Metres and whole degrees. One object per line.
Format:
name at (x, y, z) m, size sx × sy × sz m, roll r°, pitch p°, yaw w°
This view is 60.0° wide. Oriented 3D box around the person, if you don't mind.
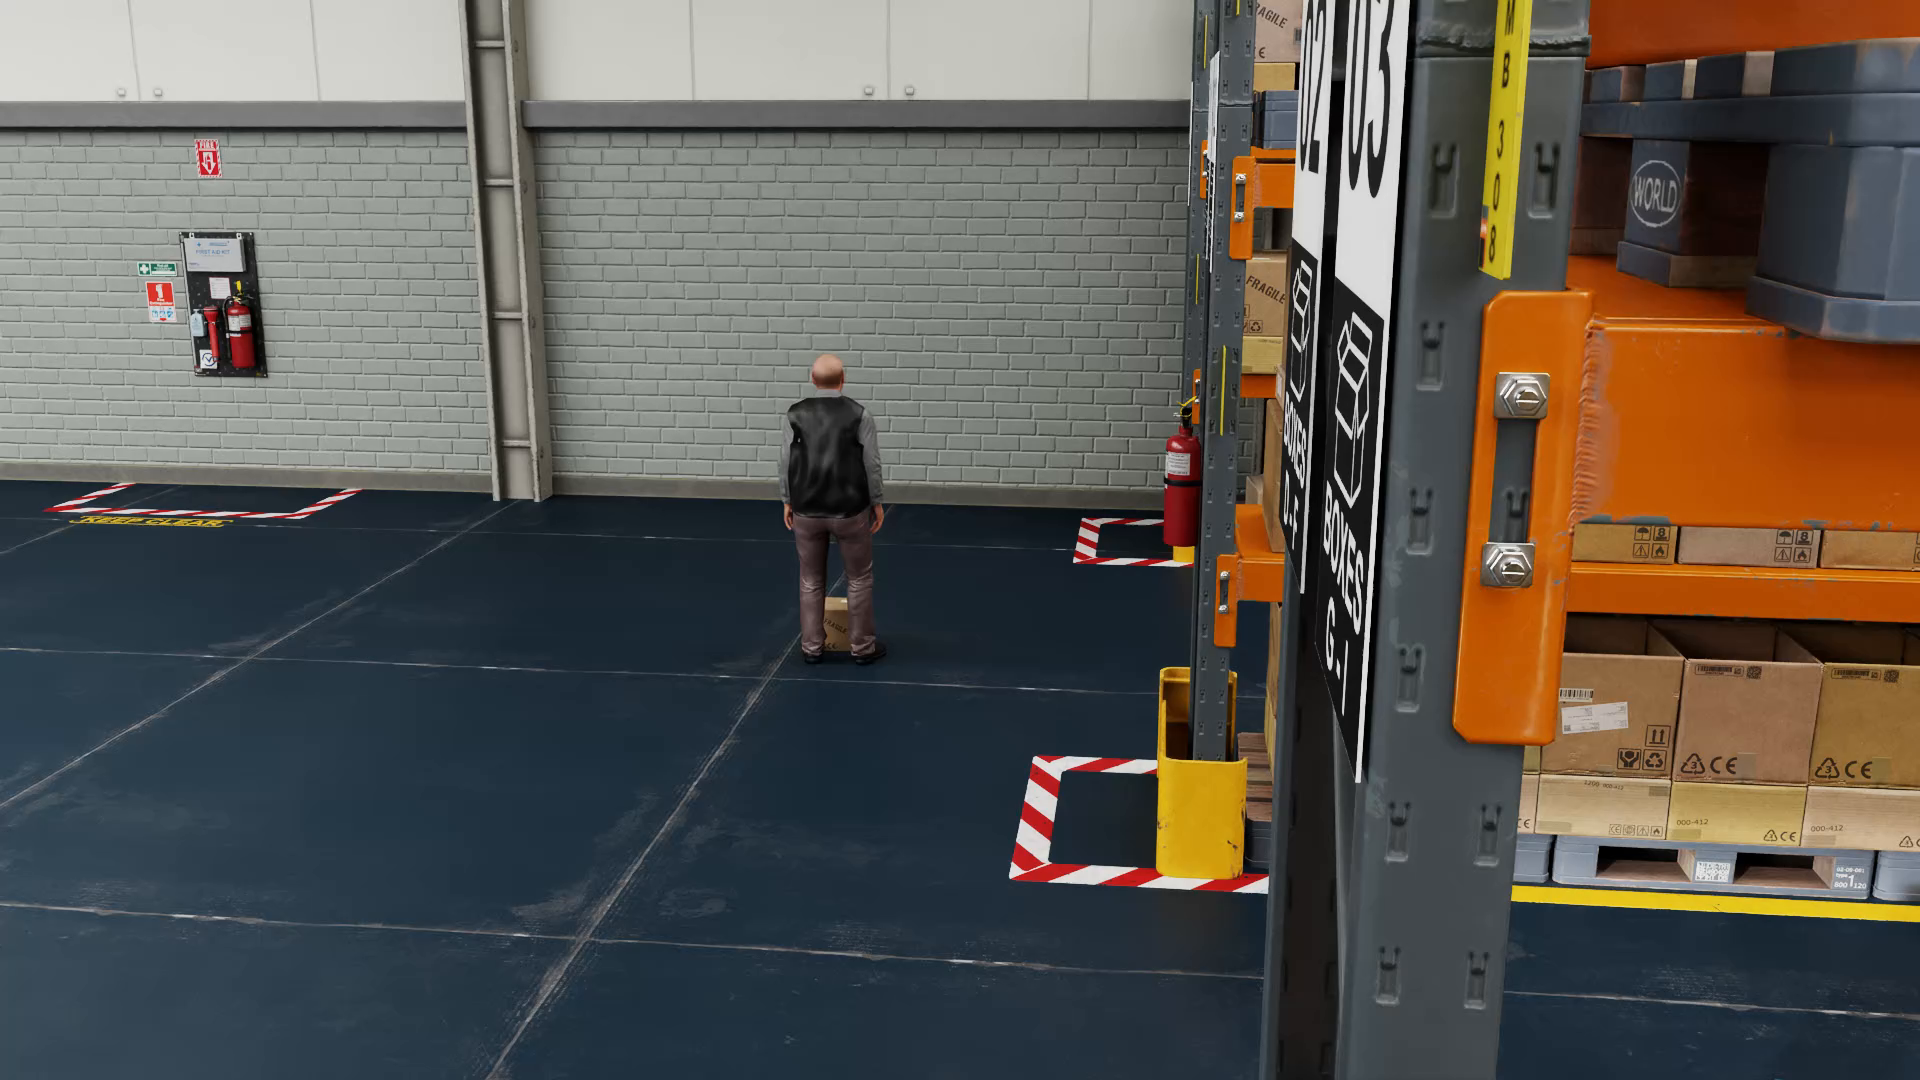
person at (-0.710, -0.108, 9.187) m, size 0.580 × 1.619 × 0.415 m, roll 2°, pitch 14°, yaw 6°
